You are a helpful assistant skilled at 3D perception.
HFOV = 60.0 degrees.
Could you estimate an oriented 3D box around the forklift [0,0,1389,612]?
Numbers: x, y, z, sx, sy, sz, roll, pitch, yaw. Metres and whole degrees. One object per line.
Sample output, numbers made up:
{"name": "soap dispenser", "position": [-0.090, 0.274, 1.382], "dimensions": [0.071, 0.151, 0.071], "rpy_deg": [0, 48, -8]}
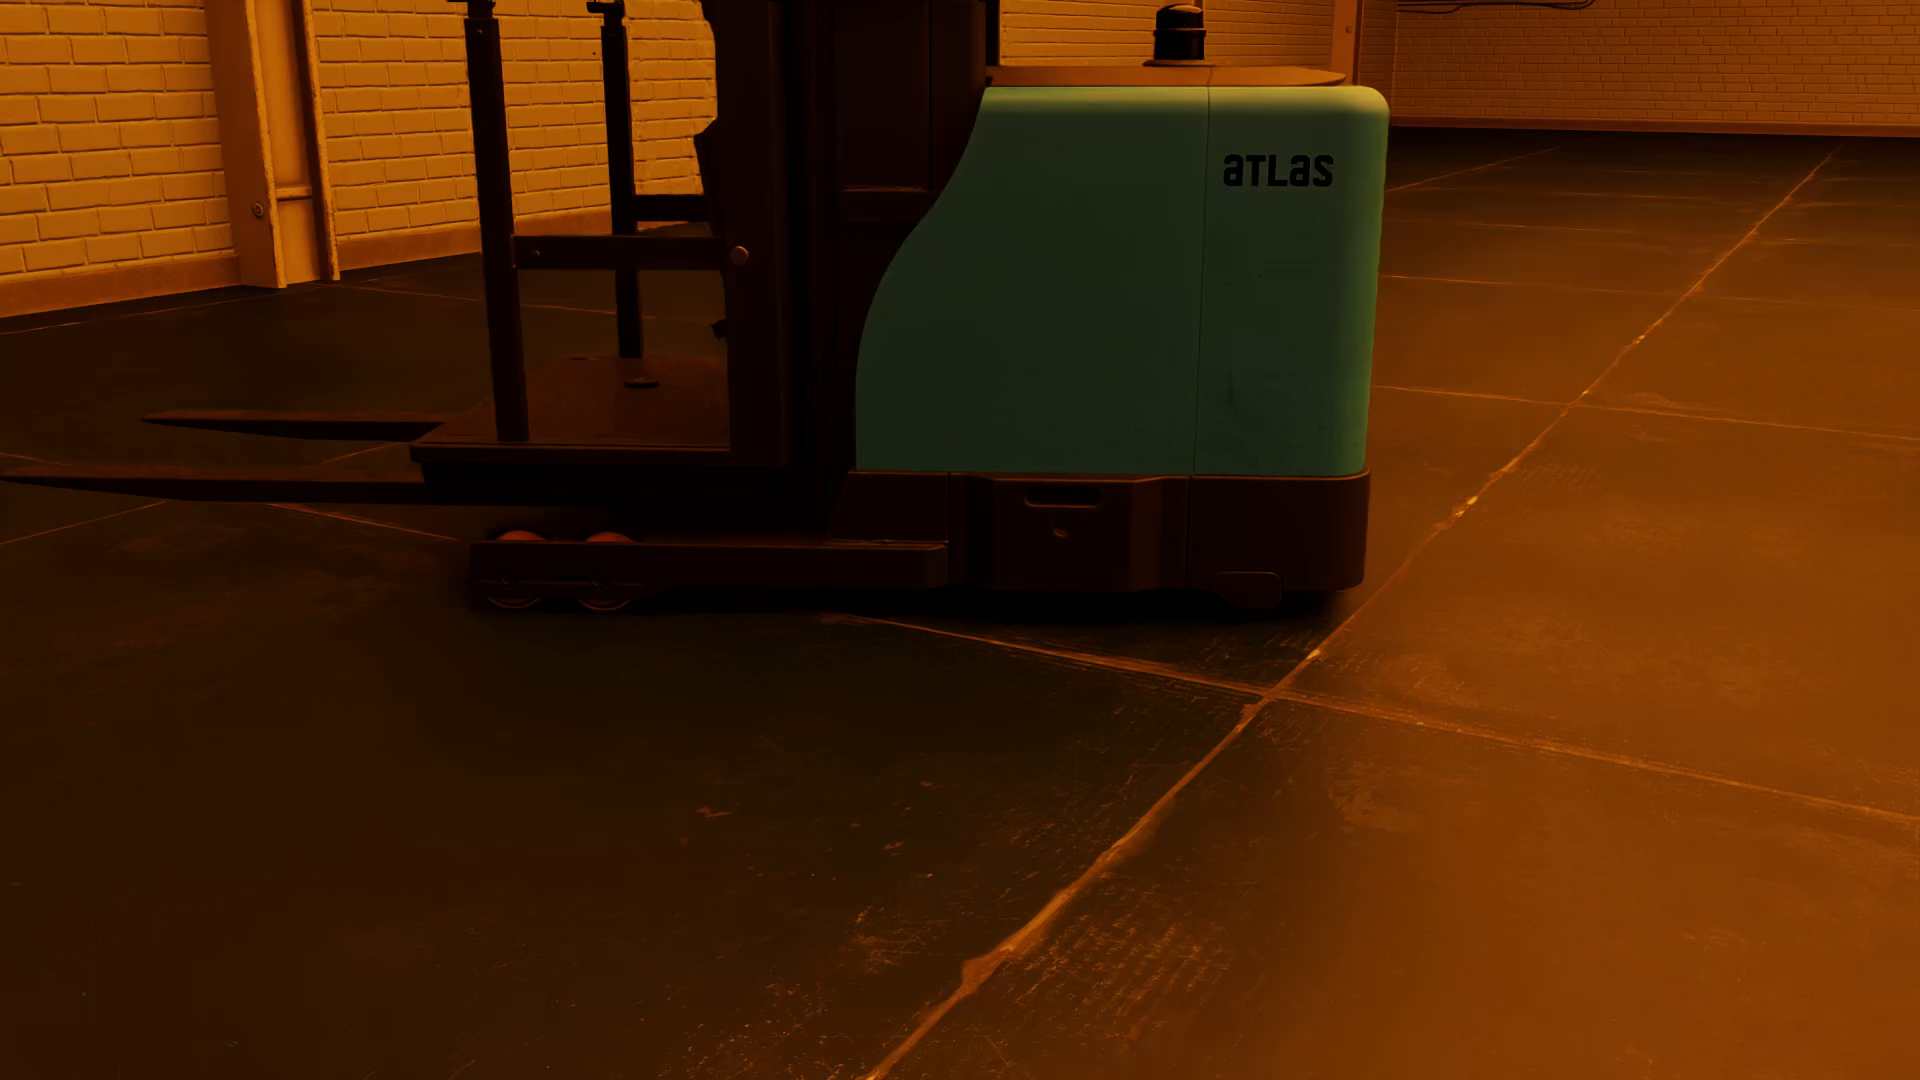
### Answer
{"name": "forklift", "position": [-0.636, -1.402, 3.613], "dimensions": [3.031, 2.935, 1.130], "rpy_deg": [1, 16, 3]}
